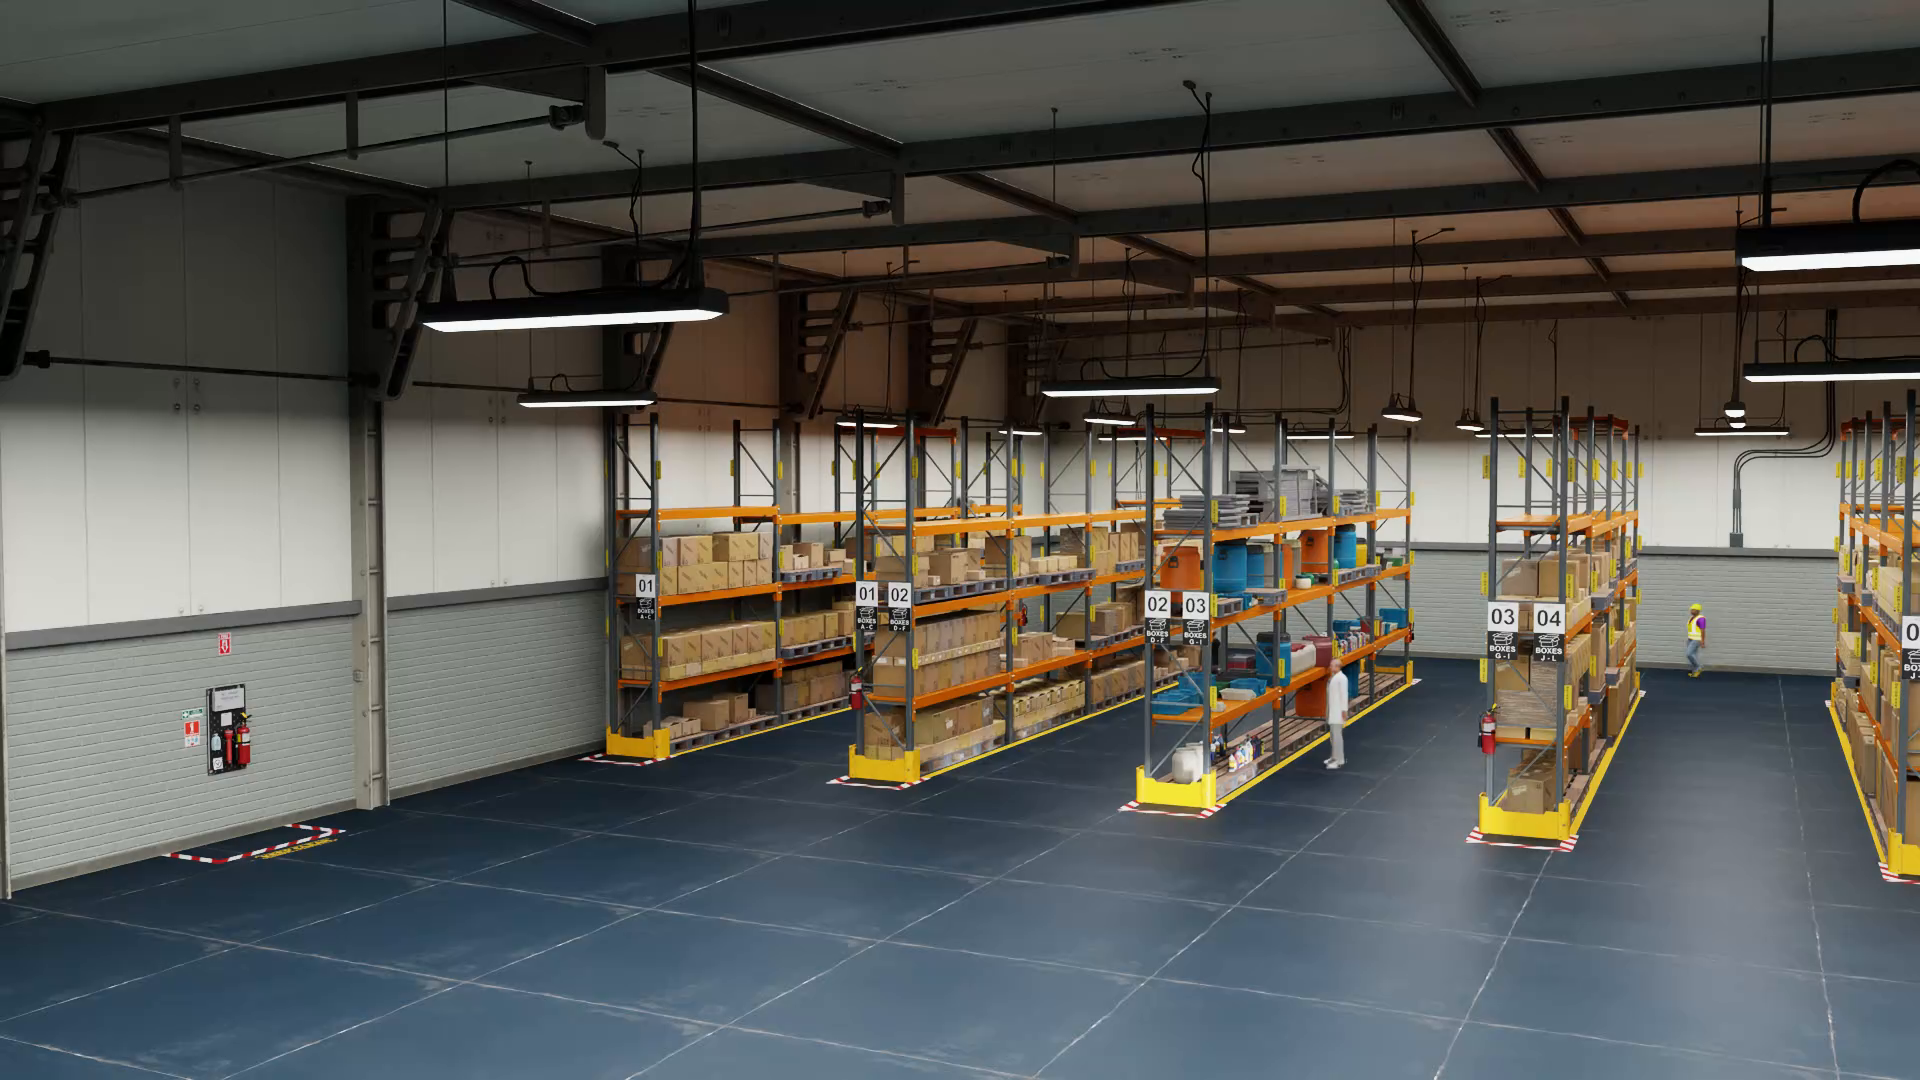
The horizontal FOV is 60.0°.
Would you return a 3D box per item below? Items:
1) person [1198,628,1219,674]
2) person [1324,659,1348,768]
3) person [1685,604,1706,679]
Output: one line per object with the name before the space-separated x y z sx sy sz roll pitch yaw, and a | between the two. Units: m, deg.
person | 5.210 2.674 34.963 0.540 1.722 0.473 -2 3 -37
person | 6.353 2.932 28.230 0.420 1.818 0.685 0 2 -3
person | 17.679 2.429 40.054 0.456 1.797 0.616 0 2 3
